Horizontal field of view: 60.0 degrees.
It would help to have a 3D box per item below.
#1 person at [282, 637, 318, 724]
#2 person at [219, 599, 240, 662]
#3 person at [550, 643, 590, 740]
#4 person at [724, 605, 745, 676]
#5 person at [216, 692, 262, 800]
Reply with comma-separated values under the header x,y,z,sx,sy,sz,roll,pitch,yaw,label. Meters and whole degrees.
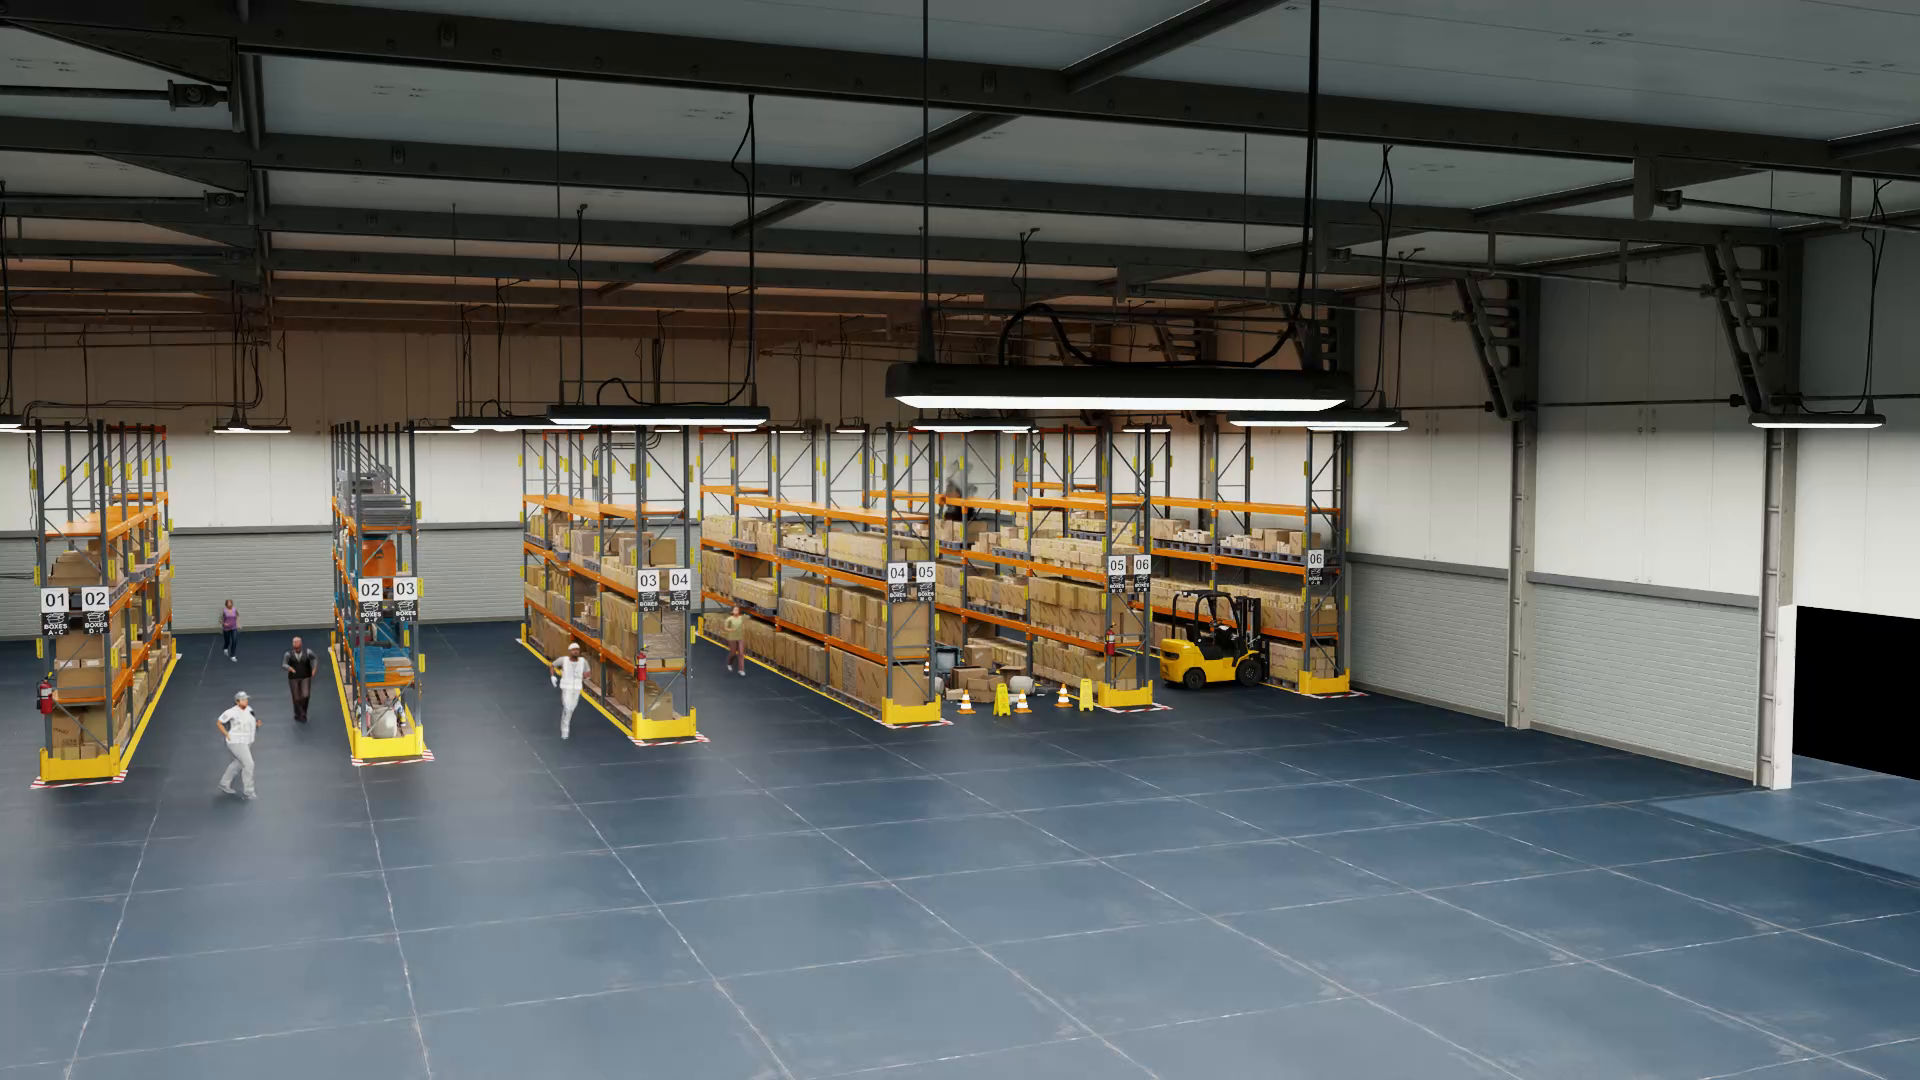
x,y,z,sx,sy,sz,roll,pitch,yaw,label
-13.193,2.812,33.247,0.662,1.733,0.726,-1,4,-18,person
-18.655,2.287,42.462,0.532,1.587,0.828,-2,4,-35,person
-7.431,2.868,31.758,0.691,1.822,0.722,-2,4,-34,person
-5.343,2.376,39.659,0.580,1.639,0.990,-2,4,-28,person
-11.423,3.257,26.369,0.775,1.731,0.577,1,4,10,person
